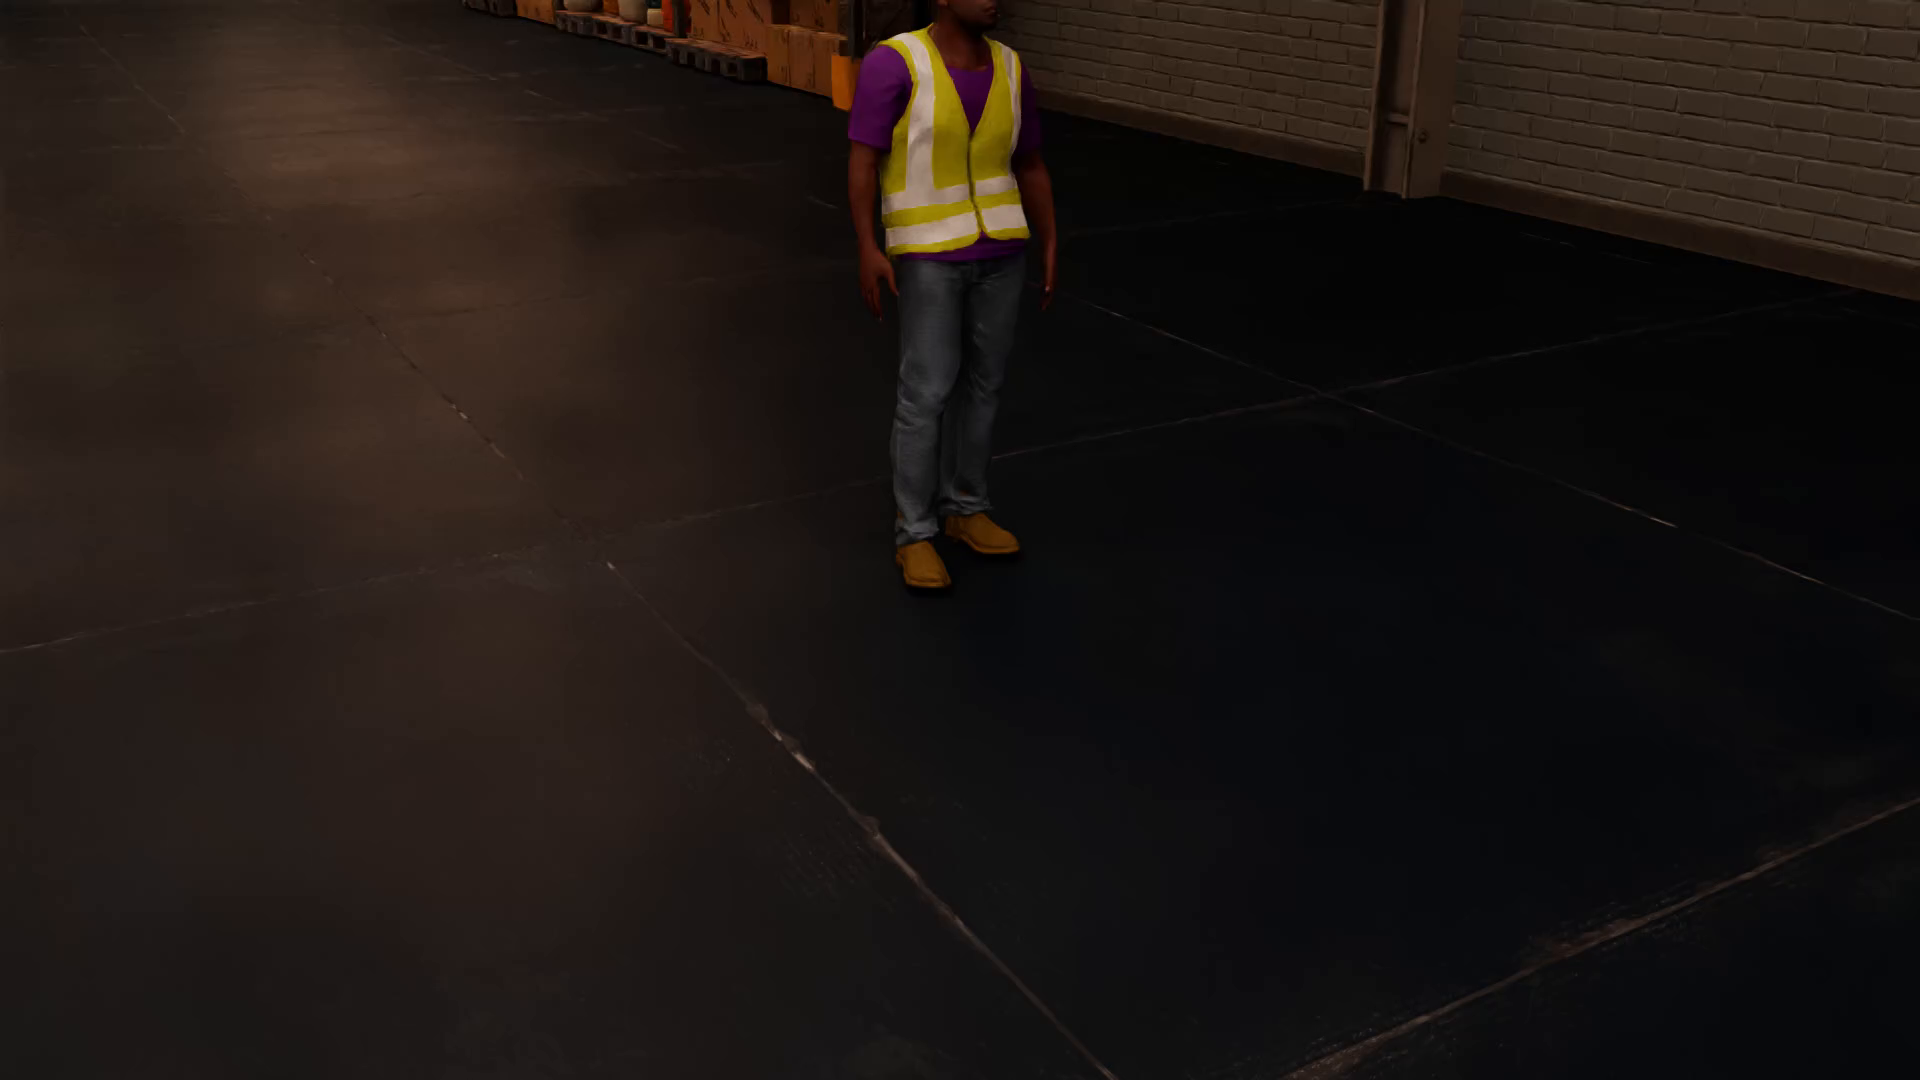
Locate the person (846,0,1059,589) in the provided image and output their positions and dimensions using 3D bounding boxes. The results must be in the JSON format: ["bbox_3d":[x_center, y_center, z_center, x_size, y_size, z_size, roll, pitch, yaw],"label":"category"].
[{"bbox_3d":[0.030,-0.800,4.738,0.665,1.766,0.576,-12,25,-28],"label":"person"}]
